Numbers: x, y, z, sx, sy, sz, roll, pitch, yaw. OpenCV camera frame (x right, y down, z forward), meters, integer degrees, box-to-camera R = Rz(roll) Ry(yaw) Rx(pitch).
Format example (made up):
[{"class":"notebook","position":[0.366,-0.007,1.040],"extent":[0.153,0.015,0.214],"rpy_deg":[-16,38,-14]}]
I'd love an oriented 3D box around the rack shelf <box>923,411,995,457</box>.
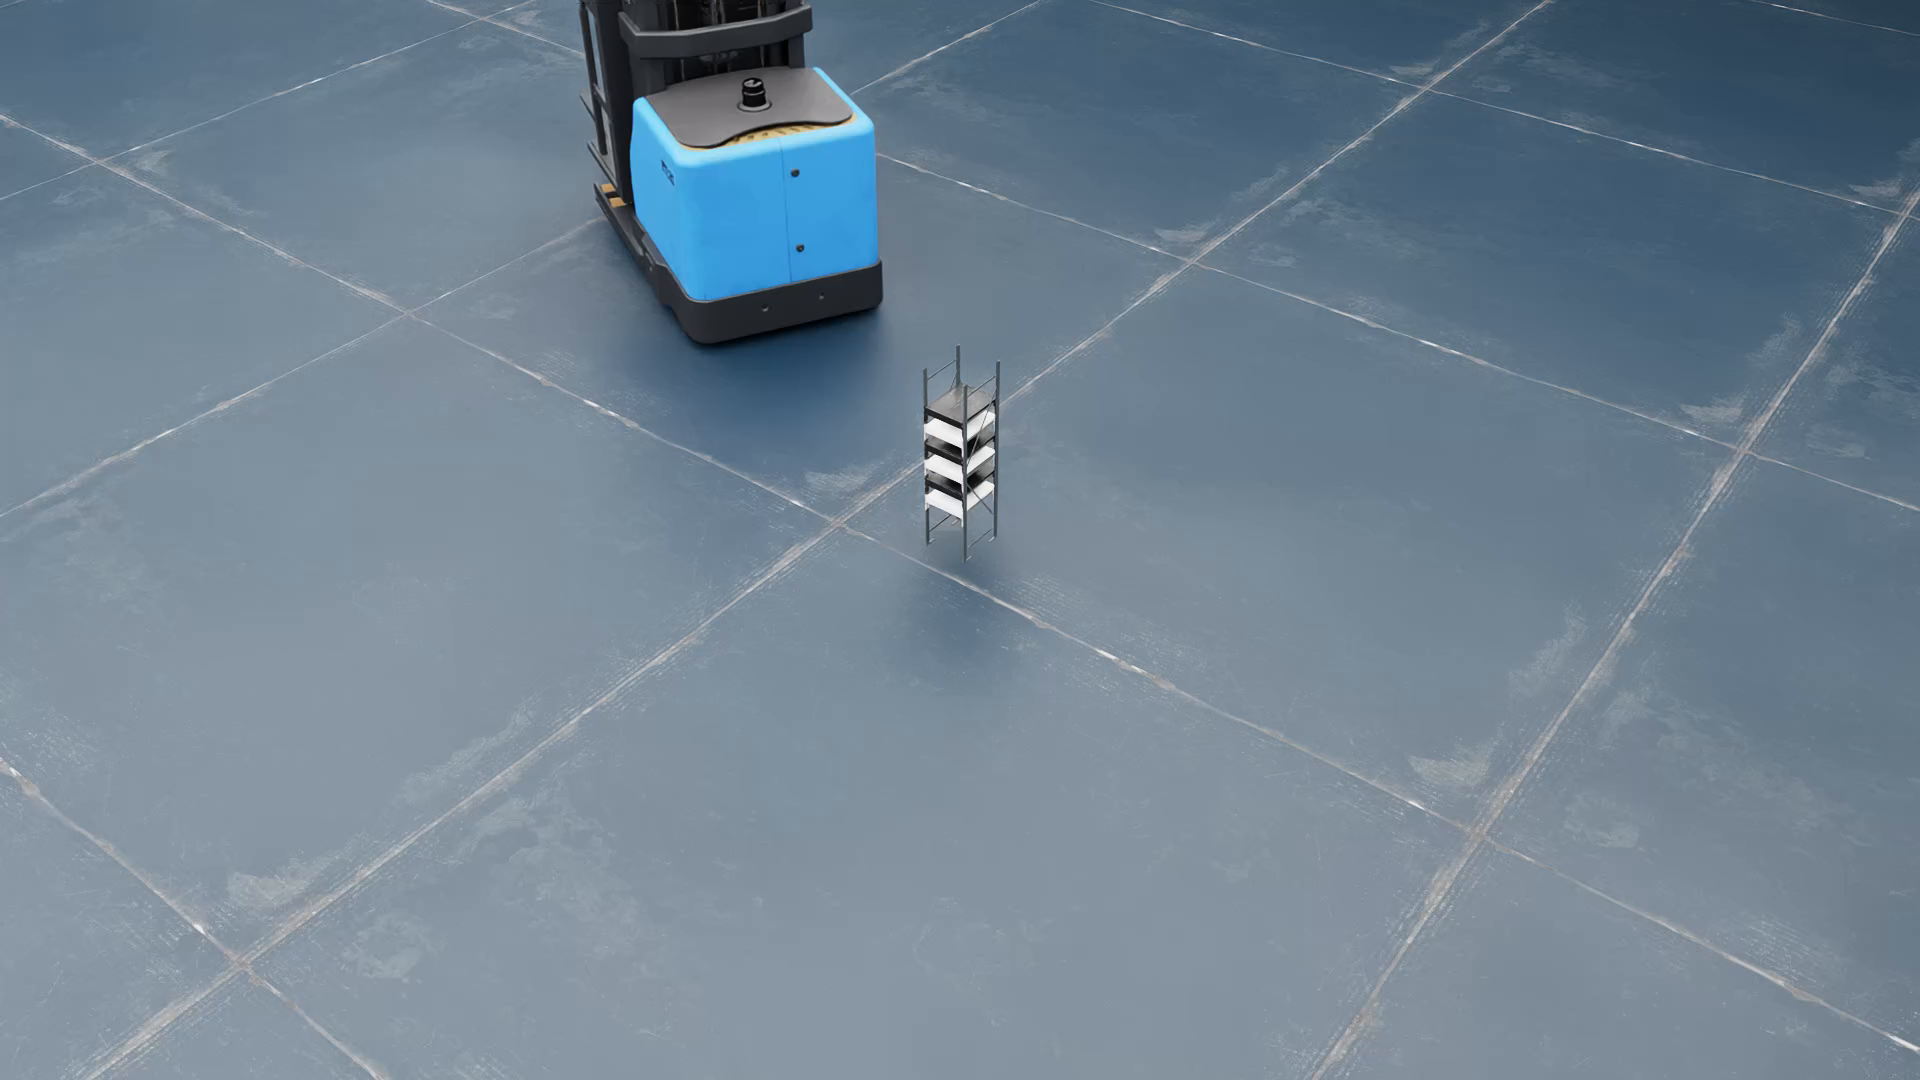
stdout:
[{"class":"rack shelf","position":[0.006,-0.467,6.878],"extent":[0.200,0.077,0.258],"rpy_deg":[25,45,29]}]

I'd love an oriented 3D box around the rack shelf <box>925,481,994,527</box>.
[{"class":"rack shelf","position":[0.006,-0.183,7.100],"extent":[0.200,0.077,0.258],"rpy_deg":[25,45,29]}]

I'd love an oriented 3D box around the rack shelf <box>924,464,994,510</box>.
[{"class":"rack shelf","position":[0.006,-0.254,7.045],"extent":[0.200,0.077,0.258],"rpy_deg":[25,45,29]}]

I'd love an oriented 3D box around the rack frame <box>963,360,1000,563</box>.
[{"class":"rack frame","position":[0.087,-0.313,6.920],"extent":[0.006,0.900,0.240],"rpy_deg":[25,45,29]}]

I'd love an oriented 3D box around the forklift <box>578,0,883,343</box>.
[{"class":"forklift","position":[-1.472,-3.053,8.772],"extent":[1.130,2.935,3.031],"rpy_deg":[-16,41,-19]}]

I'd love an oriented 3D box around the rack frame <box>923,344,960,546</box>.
[{"class":"rack frame","position":[-0.074,-0.389,7.017],"extent":[0.006,0.900,0.240],"rpy_deg":[25,45,29]}]

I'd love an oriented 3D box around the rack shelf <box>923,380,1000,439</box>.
[{"class":"rack shelf","position":[0.006,-0.538,6.823],"extent":[0.200,0.077,0.258],"rpy_deg":[25,45,29]}]

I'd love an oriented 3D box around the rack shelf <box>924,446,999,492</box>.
[{"class":"rack shelf","position":[0.006,-0.325,6.989],"extent":[0.200,0.077,0.258],"rpy_deg":[25,45,29]}]

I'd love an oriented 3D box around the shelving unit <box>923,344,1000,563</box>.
[{"class":"shelving unit","position":[0.006,-0.351,6.969],"extent":[0.210,0.900,0.258],"rpy_deg":[25,45,29]}]

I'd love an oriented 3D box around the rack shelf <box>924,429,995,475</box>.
[{"class":"rack shelf","position":[0.006,-0.396,6.934],"extent":[0.200,0.077,0.258],"rpy_deg":[25,45,29]}]
